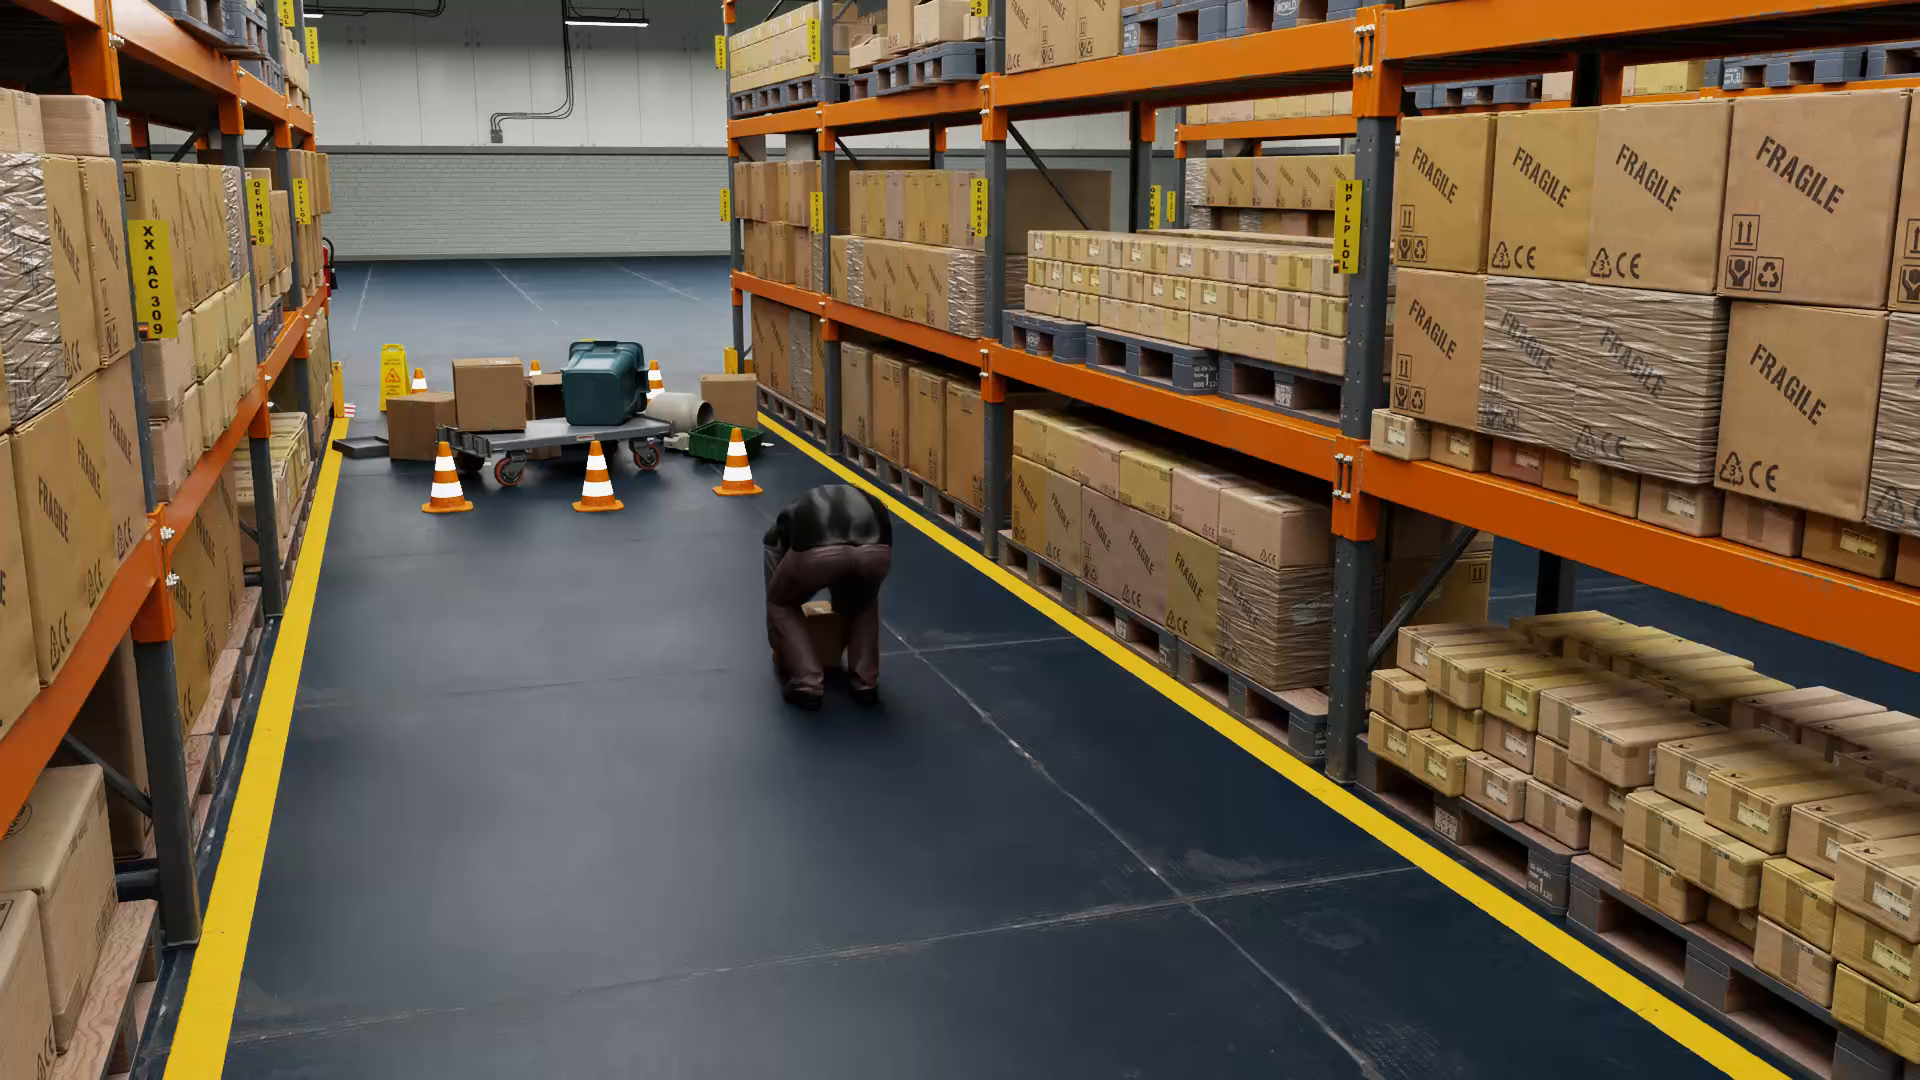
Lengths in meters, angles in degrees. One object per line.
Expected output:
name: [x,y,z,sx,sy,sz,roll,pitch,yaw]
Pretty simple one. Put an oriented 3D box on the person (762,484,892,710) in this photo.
person: [-0.621,0.200,7.392,0.513,0.960,0.944,-5,13,-21]
